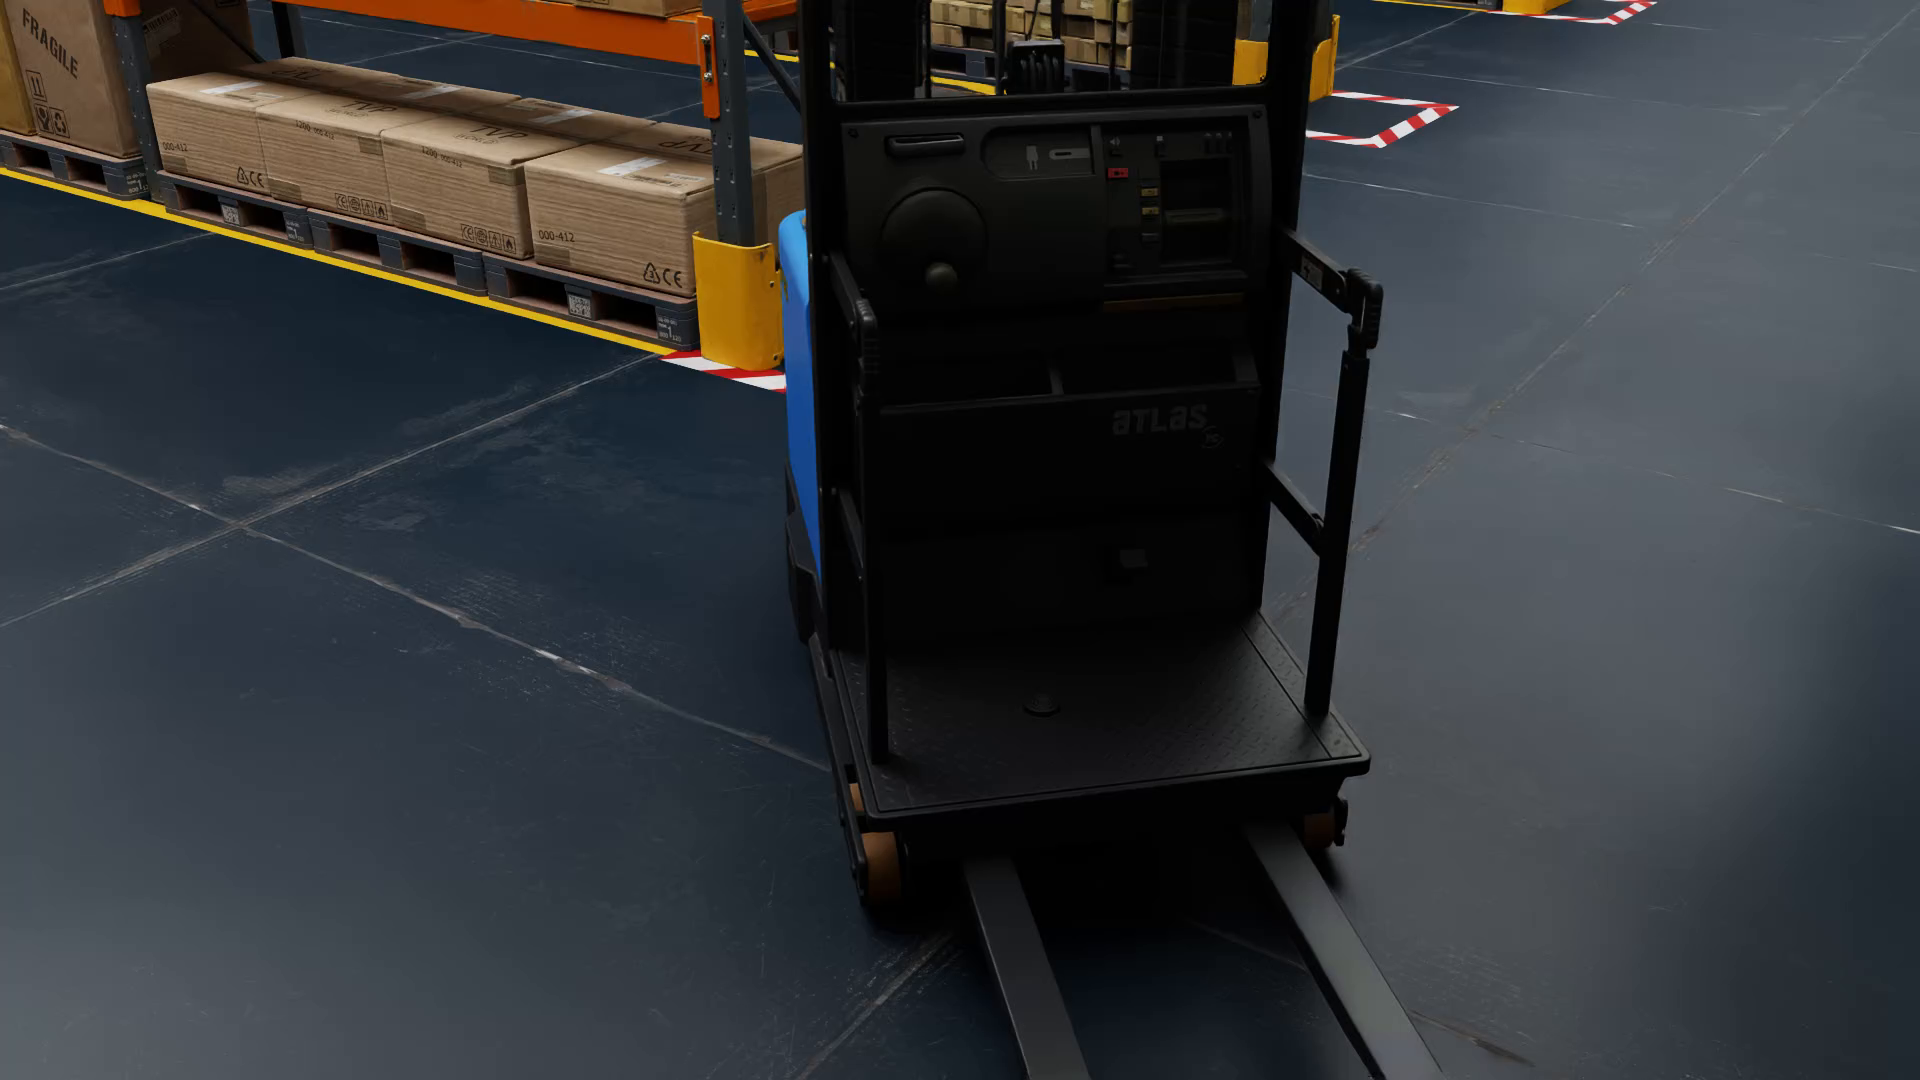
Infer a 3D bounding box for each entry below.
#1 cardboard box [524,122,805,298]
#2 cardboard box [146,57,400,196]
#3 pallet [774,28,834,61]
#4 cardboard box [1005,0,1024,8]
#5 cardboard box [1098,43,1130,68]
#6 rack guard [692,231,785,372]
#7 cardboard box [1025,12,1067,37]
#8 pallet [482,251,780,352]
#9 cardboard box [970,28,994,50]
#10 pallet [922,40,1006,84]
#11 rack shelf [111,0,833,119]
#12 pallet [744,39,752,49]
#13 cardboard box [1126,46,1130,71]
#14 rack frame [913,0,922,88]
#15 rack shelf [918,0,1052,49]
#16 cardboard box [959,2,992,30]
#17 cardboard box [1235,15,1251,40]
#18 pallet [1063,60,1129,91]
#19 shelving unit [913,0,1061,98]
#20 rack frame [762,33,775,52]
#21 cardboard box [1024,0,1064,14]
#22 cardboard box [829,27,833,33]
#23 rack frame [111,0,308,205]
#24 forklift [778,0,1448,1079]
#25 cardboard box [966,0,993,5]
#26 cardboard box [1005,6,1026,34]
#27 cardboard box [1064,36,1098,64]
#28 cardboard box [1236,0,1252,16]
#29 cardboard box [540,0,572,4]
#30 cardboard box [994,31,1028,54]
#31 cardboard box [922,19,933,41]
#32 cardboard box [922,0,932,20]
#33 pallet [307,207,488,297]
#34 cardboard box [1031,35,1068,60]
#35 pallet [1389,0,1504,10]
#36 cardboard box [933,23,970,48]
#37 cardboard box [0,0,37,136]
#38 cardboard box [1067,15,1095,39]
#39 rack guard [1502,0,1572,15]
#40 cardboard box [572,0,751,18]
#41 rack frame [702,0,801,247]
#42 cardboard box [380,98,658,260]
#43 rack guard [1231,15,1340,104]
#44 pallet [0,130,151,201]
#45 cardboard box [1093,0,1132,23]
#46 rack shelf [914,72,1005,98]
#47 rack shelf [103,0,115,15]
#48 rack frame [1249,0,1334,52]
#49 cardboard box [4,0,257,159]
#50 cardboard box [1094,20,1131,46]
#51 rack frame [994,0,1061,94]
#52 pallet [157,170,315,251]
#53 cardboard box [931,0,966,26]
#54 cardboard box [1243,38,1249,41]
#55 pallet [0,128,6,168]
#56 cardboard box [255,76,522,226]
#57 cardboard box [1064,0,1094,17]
[{"bbox_3d":[-1.218,-1.435,7.124,0.875,0.438,0.875,16,31,29],"label":"cardboard box"},{"bbox_3d":[-3.458,-2.129,8.488,0.875,0.438,0.875,17,31,30],"label":"cardboard box"},{"bbox_3d":[-0.621,-3.759,12.404,1.213,0.211,1.003,17,32,30],"label":"pallet"},{"bbox_3d":[0.477,-3.710,11.256,0.250,0.149,0.380,16,31,29],"label":"cardboard box"},{"bbox_3d":[1.112,-3.236,10.982,0.250,0.149,0.380,17,32,30],"label":"cardboard box"},{"bbox_3d":[-0.597,-1.137,6.934,0.348,0.500,1.175,17,32,30],"label":"rack guard"},{"bbox_3d":[0.642,-3.473,11.120,0.250,0.149,0.380,18,32,31],"label":"cardboard box"},{"bbox_3d":[-1.321,-1.191,7.357,1.213,0.211,1.003,17,32,30],"label":"pallet"},{"bbox_3d":[0.275,-3.507,11.515,0.250,0.149,0.380,18,32,32],"label":"cardboard box"},{"bbox_3d":[0.388,-3.446,11.789,1.213,0.211,1.003,17,32,30],"label":"pallet"},{"bbox_3d":[-2.266,-2.451,7.551,4.000,0.370,1.077,17,32,30],"label":"rack shelf"},{"bbox_3d":[-1.838,-4.118,13.109,1.213,0.211,1.003,17,32,30],"label":"pallet"},{"bbox_3d":[1.281,-3.136,10.786,0.250,0.149,0.380,18,32,32],"label":"cardboard box"},{"bbox_3d":[-0.224,-1.206,5.305,0.015,2.100,0.400,14,30,26],"label":"rack frame"},{"bbox_3d":[-0.011,-1.764,4.889,0.480,0.518,0.431,14,30,26],"label":"rack shelf"},{"bbox_3d":[0.198,-3.606,11.381,0.250,0.149,0.380,18,32,31],"label":"cardboard box"},{"bbox_3d":[1.816,-3.414,11.003,0.250,0.149,0.380,19,32,32],"label":"cardboard box"},{"bbox_3d":[1.390,-3.133,11.173,1.213,0.211,1.003,17,32,30],"label":"pallet"},{"bbox_3d":[-0.011,-1.153,5.200,0.503,2.100,0.431,14,30,26],"label":"shelving unit"},{"bbox_3d":[-1.195,-5.161,12.085,0.127,3.000,1.000,17,32,30],"label":"rack frame"},{"bbox_3d":[0.632,-3.600,11.042,0.250,0.149,0.380,19,32,32],"label":"cardboard box"},{"bbox_3d":[-0.858,-3.796,12.082,0.250,0.149,0.380,18,32,32],"label":"cardboard box"},{"bbox_3d":[-3.914,-3.285,8.397,0.127,3.000,1.000,17,32,30],"label":"rack frame"},{"bbox_3d":[0.258,-0.683,3.361,1.130,2.935,3.031,-5,27,-10],"label":"forklift"},{"bbox_3d":[0.245,-3.766,11.368,0.250,0.149,0.380,17,32,31],"label":"cardboard box"},{"bbox_3d":[0.441,-3.546,11.263,0.250,0.149,0.380,19,33,33],"label":"cardboard box"},{"bbox_3d":[0.901,-3.295,11.097,0.250,0.149,0.380,18,32,31],"label":"cardboard box"},{"bbox_3d":[1.863,-3.577,10.997,0.250,0.149,0.380,16,31,28],"label":"cardboard box"},{"bbox_3d":[-1.570,-2.462,6.670,0.500,0.500,0.500,17,31,29],"label":"cardboard box"},{"bbox_3d":[0.441,-3.415,11.332,0.250,0.149,0.380,18,32,31],"label":"cardboard box"},{"bbox_3d":[-0.144,-3.649,11.793,0.250,0.149,0.380,16,31,28],"label":"cardboard box"},{"bbox_3d":[-0.163,-3.767,11.698,0.250,0.149,0.380,19,33,33],"label":"cardboard box"},{"bbox_3d":[-2.322,-1.504,7.974,1.213,0.211,1.003,17,32,30],"label":"pallet"},{"bbox_3d":[0.655,-3.337,11.180,0.250,0.149,0.380,16,31,28],"label":"cardboard box"},{"bbox_3d":[4.290,-4.896,14.638,1.213,0.211,1.003,17,32,30],"label":"pallet"},{"bbox_3d":[0.016,-3.546,11.591,0.250,0.149,0.380,16,31,29],"label":"cardboard box"},{"bbox_3d":[-5.220,-2.883,9.488,0.875,0.875,0.875,18,32,32],"label":"cardboard box"},{"bbox_3d":[0.913,-3.452,11.079,0.250,0.149,0.380,17,31,30],"label":"cardboard box"},{"bbox_3d":[5.013,-4.842,14.214,0.348,0.500,1.175,17,32,30],"label":"rack guard"},{"bbox_3d":[-1.165,-2.327,6.405,0.500,0.500,0.500,18,32,31],"label":"cardboard box"},{"bbox_3d":[-0.617,-2.258,6.379,0.127,3.000,1.000,17,32,30],"label":"rack frame"},{"bbox_3d":[-1.977,-1.667,7.580,0.875,0.438,0.875,18,32,32],"label":"cardboard box"},{"bbox_3d":[2.039,-3.040,10.672,0.348,0.500,1.175,17,32,30],"label":"rack guard"},{"bbox_3d":[-4.593,-2.212,9.364,1.213,0.211,1.003,17,32,30],"label":"pallet"},{"bbox_3d":[1.062,-3.462,10.770,0.250,0.149,0.380,17,31,29],"label":"cardboard box"},{"bbox_3d":[-0.011,-1.141,5.206,0.480,0.518,0.431,14,30,26],"label":"rack shelf"},{"bbox_3d":[-5.563,-3.478,9.570,4.000,0.370,1.077,17,32,30],"label":"rack shelf"},{"bbox_3d":[2.102,-4.134,10.066,0.127,3.000,1.000,17,32,30],"label":"rack frame"},{"bbox_3d":[-4.471,-2.654,9.038,0.875,0.875,0.875,18,32,32],"label":"cardboard box"},{"bbox_3d":[1.076,-3.345,10.868,0.250,0.149,0.380,16,31,28],"label":"cardboard box"},{"bbox_3d":[0.202,-1.099,5.094,0.015,2.100,0.400,14,30,26],"label":"rack frame"},{"bbox_3d":[-3.332,-1.817,8.589,1.213,0.211,1.003,17,32,30],"label":"pallet"},{"bbox_3d":[0.010,-3.679,11.524,0.250,0.149,0.380,17,32,30],"label":"cardboard box"},{"bbox_3d":[1.851,-3.305,11.117,0.250,0.149,0.380,18,32,31],"label":"cardboard box"},{"bbox_3d":[-5.603,-2.525,9.979,1.213,0.211,1.003,17,32,30],"label":"pallet"},{"bbox_3d":[-2.719,-1.899,8.036,0.875,0.438,0.875,16,31,29],"label":"cardboard box"},{"bbox_3d":[0.885,-3.552,10.947,0.250,0.149,0.380,16,31,28],"label":"cardboard box"}]
